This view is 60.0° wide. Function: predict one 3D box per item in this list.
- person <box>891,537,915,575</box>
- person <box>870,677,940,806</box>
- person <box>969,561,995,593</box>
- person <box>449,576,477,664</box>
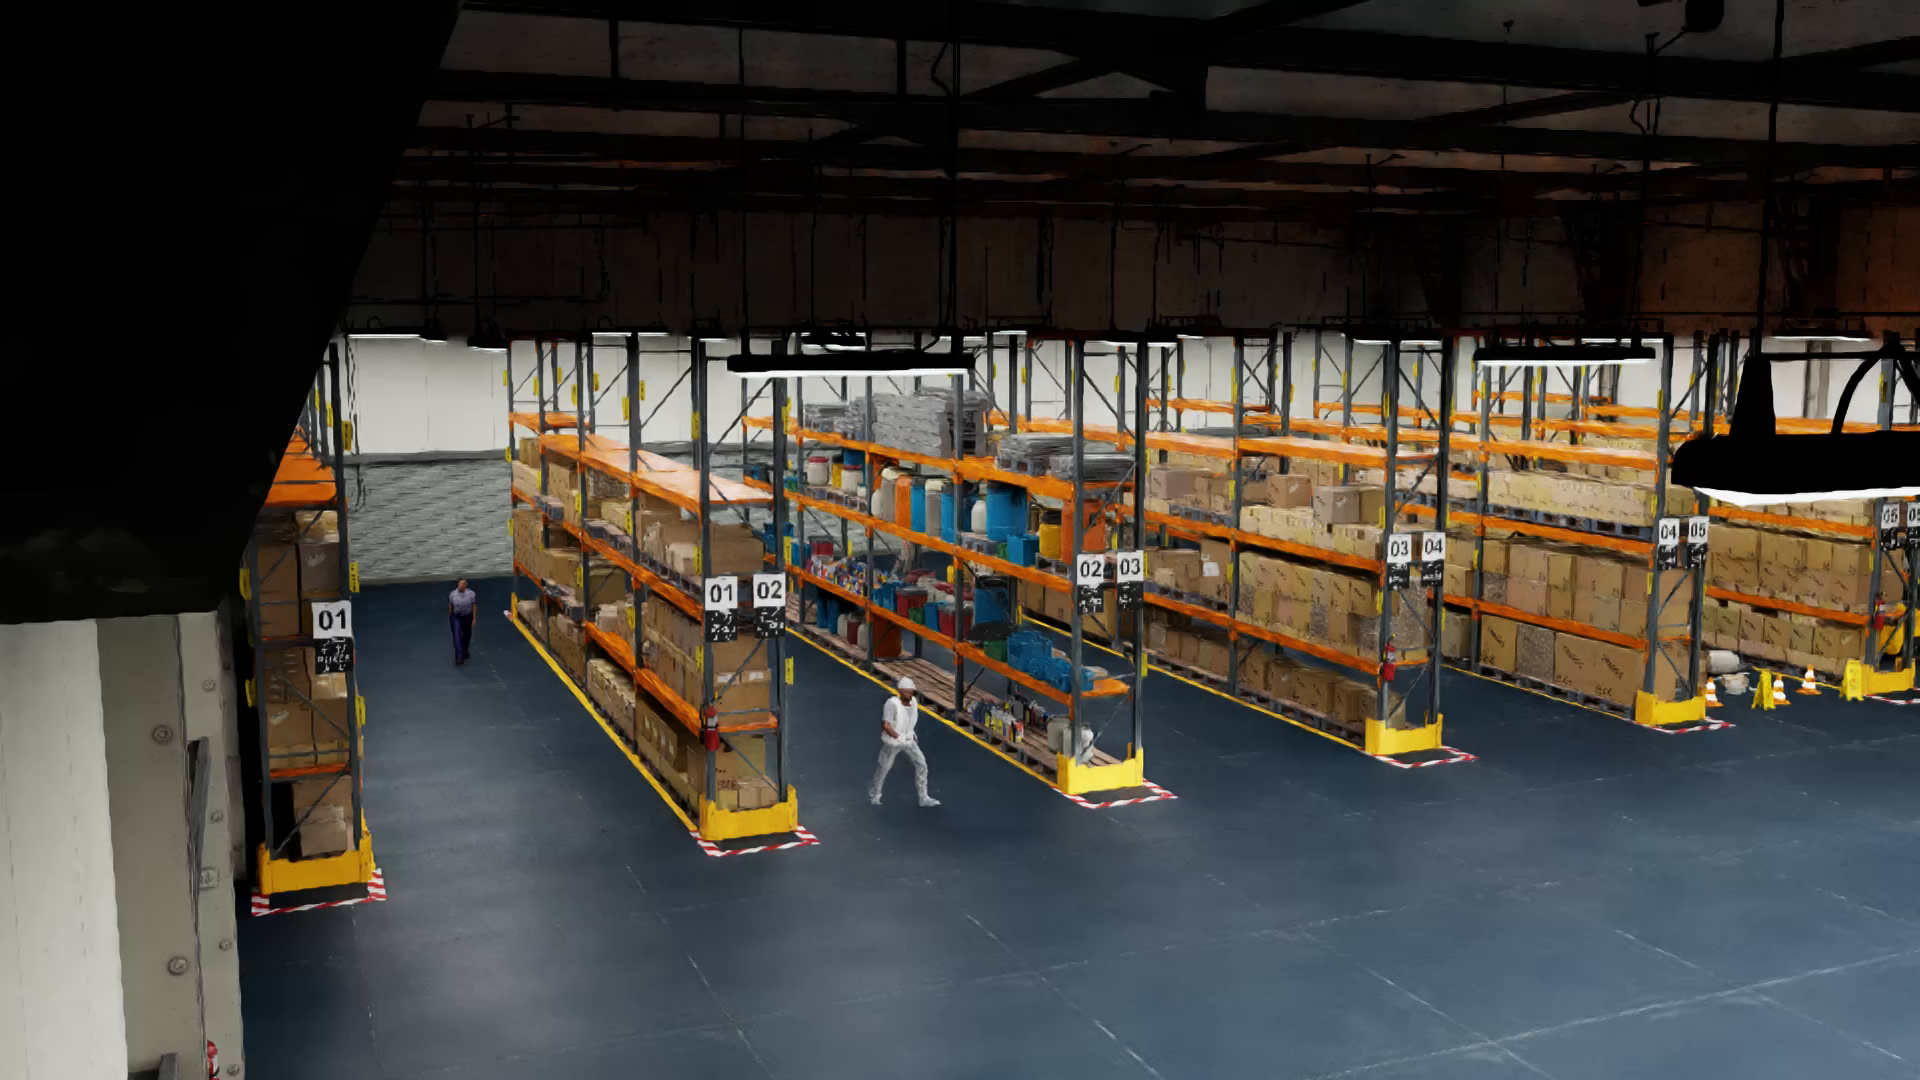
[{"bbox_3d":[-1.341,0.030,40.101,0.545,1.719,0.737,4,9,26],"label":"person"},{"bbox_3d":[-0.764,2.578,21.344,0.706,1.714,0.828,-7,10,-40],"label":"person"},{"bbox_3d":[0.463,0.813,34.390,0.544,1.660,1.110,-3,8,-19],"label":"person"},{"bbox_3d":[-9.049,1.478,30.316,0.478,1.464,1.082,-4,9,-25],"label":"person"}]
